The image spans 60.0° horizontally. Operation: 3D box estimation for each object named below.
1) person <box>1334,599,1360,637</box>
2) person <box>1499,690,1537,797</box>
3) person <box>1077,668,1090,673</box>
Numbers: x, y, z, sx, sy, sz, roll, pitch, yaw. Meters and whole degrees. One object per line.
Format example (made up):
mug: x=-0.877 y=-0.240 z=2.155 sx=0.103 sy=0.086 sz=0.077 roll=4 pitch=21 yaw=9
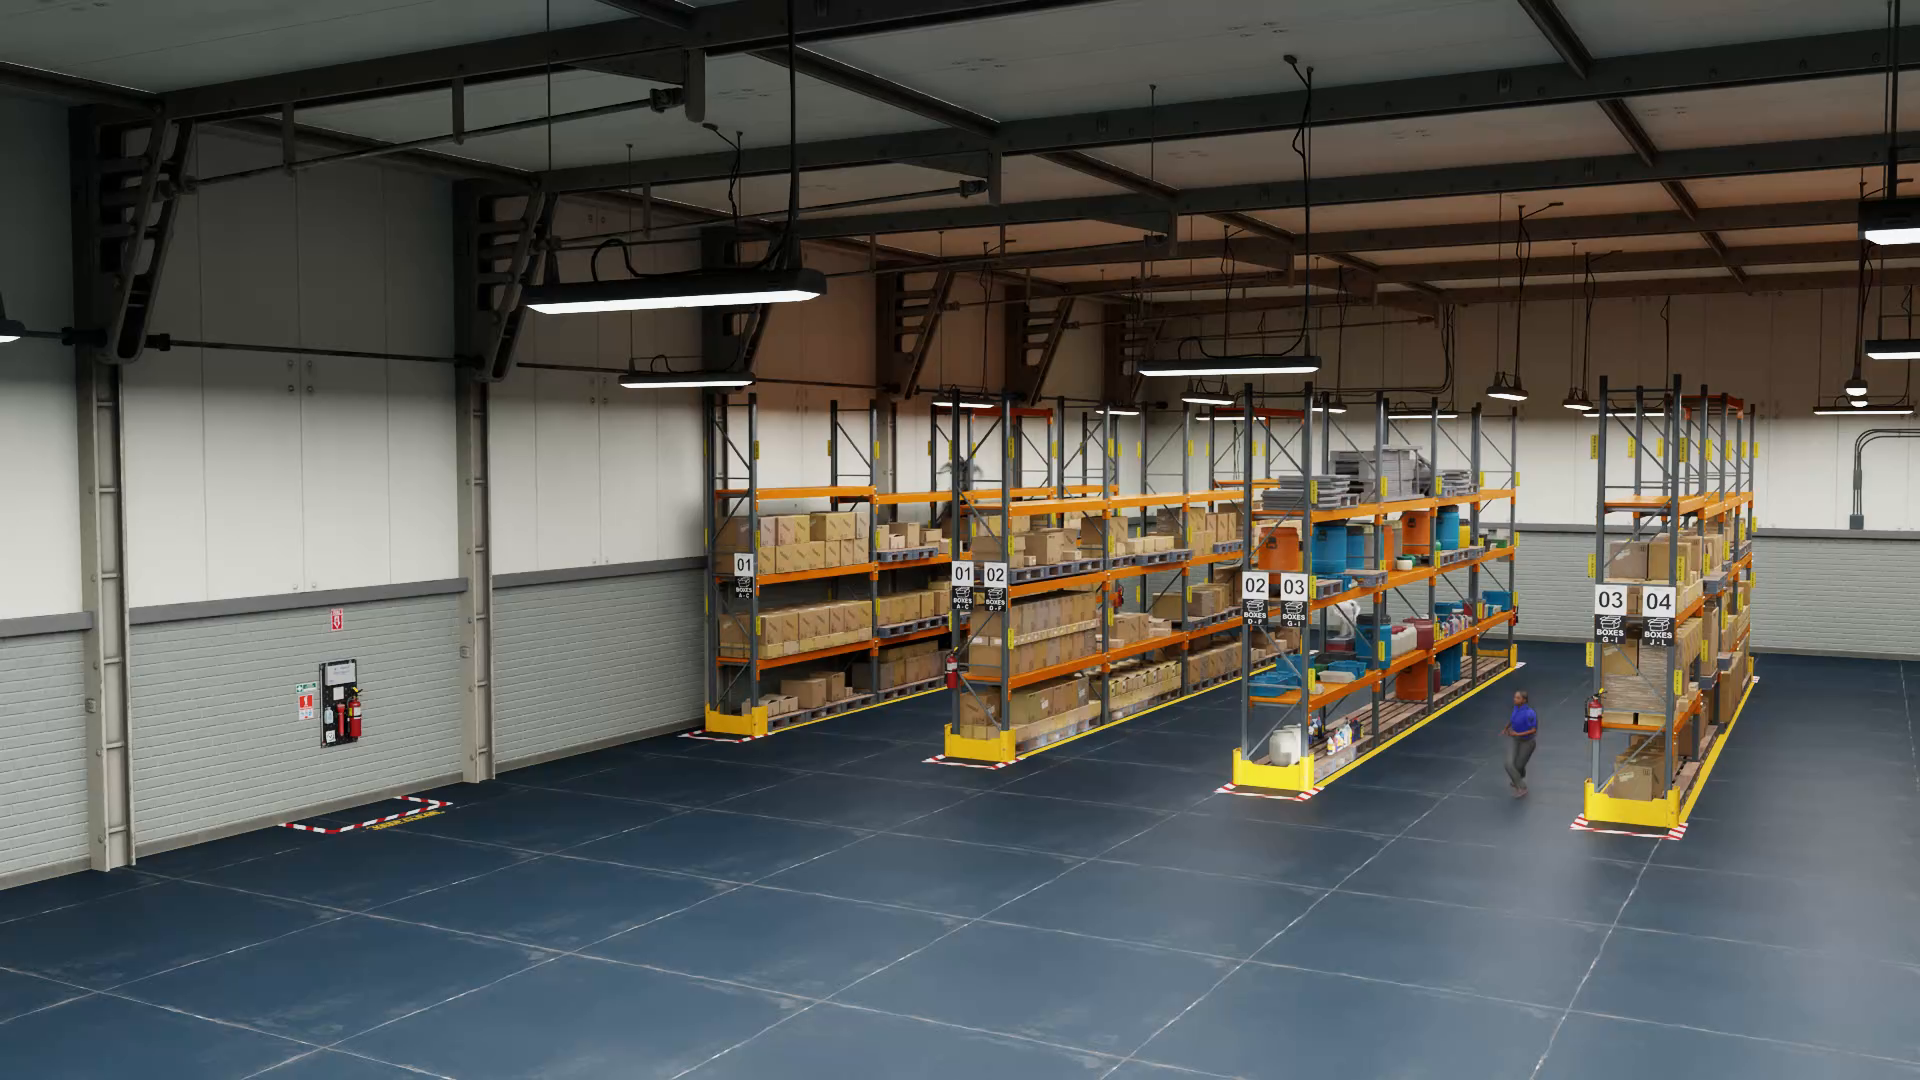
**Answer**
person: x=9.272 y=2.014 z=39.835 sx=0.622 sy=1.714 sz=0.855 roll=0 pitch=3 yaw=8
person: x=8.137 y=2.962 z=24.112 sx=0.594 sy=1.556 sz=0.694 roll=-2 pitch=4 yaw=-36
person: x=2.582 y=2.307 z=34.088 sx=0.739 sy=1.776 sz=0.947 roll=1 pitch=3 yaw=22
